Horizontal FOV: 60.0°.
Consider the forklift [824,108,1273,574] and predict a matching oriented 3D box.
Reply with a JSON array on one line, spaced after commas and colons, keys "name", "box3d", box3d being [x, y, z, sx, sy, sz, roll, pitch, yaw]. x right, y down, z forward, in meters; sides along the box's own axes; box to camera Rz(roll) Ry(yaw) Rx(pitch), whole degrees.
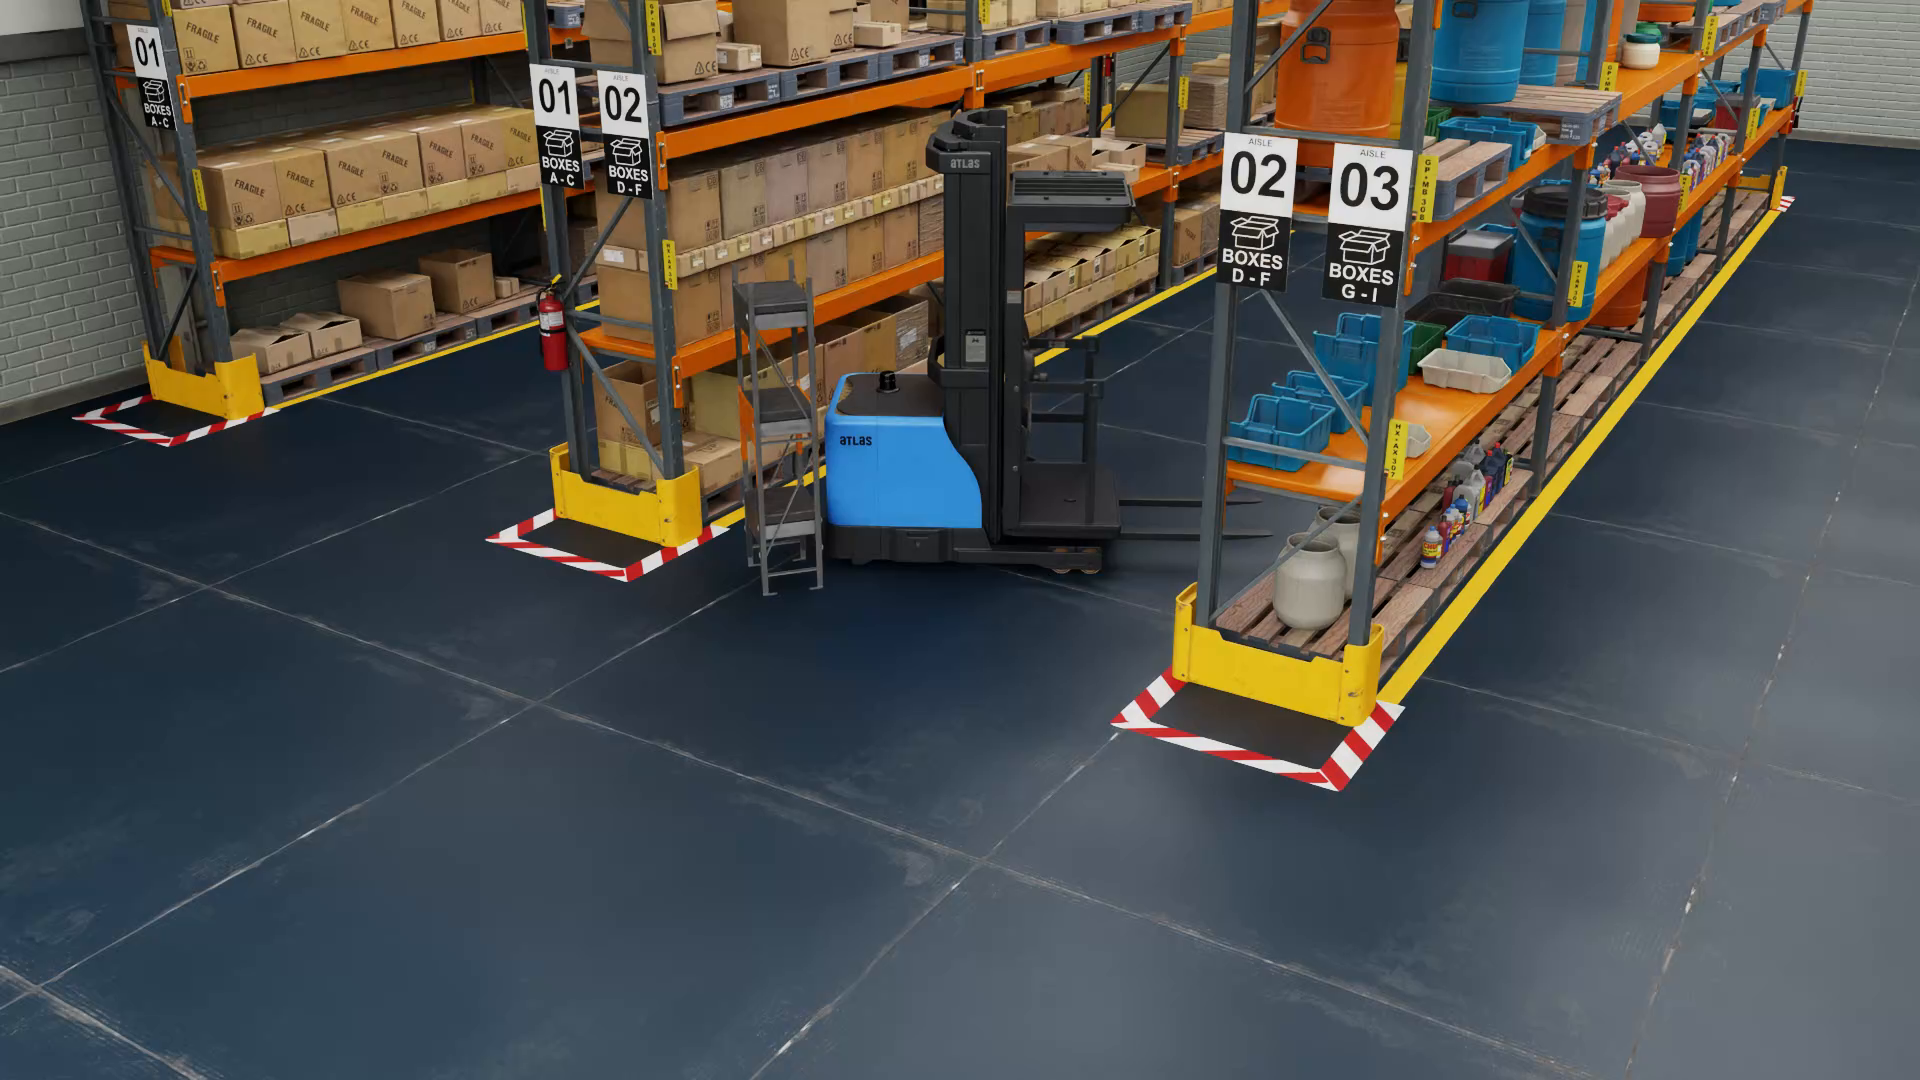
[{"name": "forklift", "box3d": [0.622, -1.333, 11.140, 3.031, 2.935, 1.130, 1, 23, 2]}]

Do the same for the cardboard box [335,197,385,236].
[{"name": "cardboard box", "box3d": [-5.532, -2.927, 14.899, 0.500, 0.250, 0.500, 13, 27, 28]}]

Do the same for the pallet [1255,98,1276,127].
[{"name": "pallet", "box3d": [3.432, -5.218, 20.269, 1.003, 0.211, 1.213, 14, 27, 29]}]

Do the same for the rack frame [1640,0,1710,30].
[{"name": "rack frame", "box3d": [6.042, -5.917, 14.090, 1.000, 3.000, 0.127, 14, 27, 29]}]

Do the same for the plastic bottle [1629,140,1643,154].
[{"name": "plastic bottle", "box3d": [7.096, -4.068, 17.527, 0.152, 0.276, 0.135, 14, 27, 29]}]

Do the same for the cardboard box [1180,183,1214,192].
[{"name": "cardboard box", "box3d": [2.675, -3.975, 19.750, 0.500, 0.500, 0.500, 13, 26, 27]}]

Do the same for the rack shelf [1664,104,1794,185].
[{"name": "rack shelf", "box3d": [9.207, -4.858, 20.103, 1.077, 0.370, 4.000, 14, 27, 29]}]

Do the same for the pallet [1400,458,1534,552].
[{"name": "pallet", "box3d": [3.543, -0.316, 12.214, 1.003, 0.211, 1.213, 14, 27, 29]}]

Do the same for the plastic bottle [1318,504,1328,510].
[{"name": "plastic bottle", "box3d": [2.465, -0.174, 11.241, 0.061, 0.283, 0.133, 15, 27, 30]}]

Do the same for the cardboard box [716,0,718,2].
[{"name": "cardboard box", "box3d": [-3.137, -6.255, 18.492, 0.797, 0.503, 0.637, 18, 29, 36]}]

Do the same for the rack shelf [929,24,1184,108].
[{"name": "rack shelf", "box3d": [0.781, -4.574, 15.670, 1.077, 0.370, 4.000, 14, 27, 29]}]

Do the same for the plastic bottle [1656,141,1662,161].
[{"name": "plastic bottle", "box3d": [7.507, -4.203, 17.932, 0.097, 0.201, 0.097, 0, 23, 0]}]

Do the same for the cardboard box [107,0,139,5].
[{"name": "cardboard box", "box3d": [-6.589, -4.630, 13.485, 0.500, 0.500, 0.500, 15, 28, 31]}]

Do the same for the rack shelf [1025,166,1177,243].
[{"name": "rack shelf", "box3d": [0.781, -3.198, 16.266, 1.077, 0.370, 4.000, 14, 27, 29]}]

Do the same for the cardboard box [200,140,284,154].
[{"name": "cardboard box", "box3d": [-6.252, -3.196, 14.576, 0.500, 0.500, 0.500, 14, 27, 30]}]

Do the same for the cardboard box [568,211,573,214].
[{"name": "cardboard box", "box3d": [-3.880, -3.381, 18.377, 0.700, 0.500, 0.500, 13, 27, 28]}]

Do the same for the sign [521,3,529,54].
[{"name": "sign", "box3d": [-2.838, -3.368, 10.963, 0.100, 0.325, 0.005, 14, 27, 29]}]

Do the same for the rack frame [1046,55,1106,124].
[{"name": "rack frame", "box3d": [1.846, -7.940, 26.315, 1.000, 3.000, 0.127, 14, 27, 29]}]

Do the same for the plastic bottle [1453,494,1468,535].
[{"name": "plastic bottle", "box3d": [3.384, -0.178, 11.265, 0.097, 0.271, 0.097, 0, 23, 0]}]

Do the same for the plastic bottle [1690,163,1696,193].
[{"name": "plastic bottle", "box3d": [7.193, -3.569, 16.365, 0.061, 0.283, 0.133, 14, 27, 29]}]

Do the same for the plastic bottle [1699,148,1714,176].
[{"name": "plastic bottle", "box3d": [7.689, -3.917, 17.179, 0.152, 0.276, 0.135, 14, 27, 29]}]

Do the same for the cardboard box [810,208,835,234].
[{"name": "cardboard box", "box3d": [-1.182, -2.452, 12.697, 0.380, 0.149, 0.250, 14, 27, 29]}]

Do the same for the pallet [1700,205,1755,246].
[{"name": "pallet", "box3d": [9.150, -3.904, 20.502, 1.003, 0.211, 1.213, 14, 27, 29]}]

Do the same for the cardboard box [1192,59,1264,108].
[{"name": "cardboard box", "box3d": [3.197, -5.433, 19.870, 0.700, 0.500, 0.500, 19, 30, 37]}]

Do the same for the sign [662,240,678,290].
[{"name": "sign", "box3d": [-1.916, -1.818, 10.985, 0.100, 0.325, 0.005, 14, 27, 29]}]

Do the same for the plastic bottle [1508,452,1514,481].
[{"name": "plastic bottle", "box3d": [4.006, -0.543, 12.198, 0.097, 0.201, 0.097, 0, 23, 0]}]

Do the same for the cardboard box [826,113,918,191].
[{"name": "cardboard box", "box3d": [-0.768, -3.172, 13.543, 0.700, 0.500, 0.500, 14, 27, 29]}]

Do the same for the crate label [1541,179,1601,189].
[{"name": "crate label", "box3d": [5.288, -2.901, 14.631, 0.502, 0.435, 0.616, 14, 27, 29]}]

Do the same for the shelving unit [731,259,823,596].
[{"name": "shelving unit", "box3d": [-1.175, -0.713, 10.755, 0.431, 2.100, 0.503, -7, 25, -17]}]

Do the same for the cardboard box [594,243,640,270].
[{"name": "cardboard box", "box3d": [-2.344, -2.015, 11.687, 0.380, 0.149, 0.250, 13, 27, 28]}]

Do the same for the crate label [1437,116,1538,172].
[{"name": "crate label", "box3d": [3.090, -2.334, 9.778, 0.502, 0.251, 0.408, 14, 27, 29]}]

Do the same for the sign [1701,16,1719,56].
[{"name": "sign", "box3d": [6.513, -4.379, 14.446, 0.100, 0.325, 0.005, 14, 27, 29]}]

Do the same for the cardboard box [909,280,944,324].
[{"name": "cardboard box", "box3d": [-0.304, -2.238, 15.370, 0.500, 0.311, 0.500, 14, 27, 29]}]

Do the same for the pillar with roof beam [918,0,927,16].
[{"name": "pillar with roof beam", "box3d": [3.027, -8.858, 20.885, 9.100, 9.000, 0.400, 14, 27, 29]}]

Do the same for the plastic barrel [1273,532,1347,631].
[{"name": "plastic barrel", "box3d": [2.105, 0.247, 10.006, 0.421, 0.512, 0.421, 0, 23, 0]}]

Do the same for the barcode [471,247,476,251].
[{"name": "barcode", "box3d": [-4.973, -2.959, 17.000, 0.001, 0.075, 0.075, 14, 27, 29]}]

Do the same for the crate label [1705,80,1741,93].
[{"name": "crate label", "box3d": [9.852, -5.800, 21.507, 0.416, 0.233, 0.303, 14, 27, 29]}]

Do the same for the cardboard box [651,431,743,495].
[{"name": "cardboard box", "box3d": [-1.912, -0.568, 12.219, 0.500, 0.250, 0.500, 14, 27, 29]}]

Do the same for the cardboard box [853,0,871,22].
[{"name": "cardboard box", "box3d": [-1.048, -4.148, 13.189, 0.500, 0.311, 0.500, 12, 26, 26]}]

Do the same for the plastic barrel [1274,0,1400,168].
[{"name": "plastic barrel", "box3d": [1.971, -2.420, 8.721, 0.600, 0.830, 0.708, 14, 27, 29]}]

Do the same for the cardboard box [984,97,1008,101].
[{"name": "cardboard box", "box3d": [0.521, -6.509, 24.811, 0.380, 0.149, 0.250, 14, 27, 29]}]

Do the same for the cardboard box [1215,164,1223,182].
[{"name": "cardboard box", "box3d": [2.956, -4.502, 20.023, 0.500, 0.250, 0.500, 14, 27, 29]}]

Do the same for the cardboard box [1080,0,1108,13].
[{"name": "cardboard box", "box3d": [1.072, -5.167, 15.794, 0.500, 0.250, 0.500, 13, 27, 28]}]

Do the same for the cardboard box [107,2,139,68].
[{"name": "cardboard box", "box3d": [-6.589, -4.165, 13.669, 0.500, 0.500, 0.500, 16, 28, 33]}]

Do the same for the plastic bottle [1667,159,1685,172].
[{"name": "plastic bottle", "box3d": [7.164, -3.727, 16.645, 0.144, 0.351, 0.185, 14, 27, 29]}]

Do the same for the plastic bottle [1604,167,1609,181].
[{"name": "plastic bottle", "box3d": [6.399, -3.608, 16.560, 0.097, 0.201, 0.097, 0, 23, 0]}]

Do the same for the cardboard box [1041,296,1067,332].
[{"name": "cardboard box", "box3d": [0.691, -2.216, 16.025, 0.500, 0.250, 0.500, 13, 27, 27]}]

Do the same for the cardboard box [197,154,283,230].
[{"name": "cardboard box", "box3d": [-6.087, -2.922, 13.944, 0.500, 0.500, 0.500, 14, 27, 29]}]

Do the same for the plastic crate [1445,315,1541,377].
[{"name": "plastic crate", "box3d": [3.579, -1.315, 11.199, 0.499, 0.251, 0.616, 14, 27, 29]}]

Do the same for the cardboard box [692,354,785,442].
[{"name": "cardboard box", "box3d": [-1.650, -1.081, 12.461, 0.500, 0.500, 0.500, 14, 27, 29]}]

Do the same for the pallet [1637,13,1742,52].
[{"name": "pallet", "box3d": [6.529, -4.691, 15.273, 1.003, 0.211, 1.213, 14, 27, 29]}]

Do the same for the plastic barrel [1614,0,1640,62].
[{"name": "plastic barrel", "box3d": [5.425, -4.538, 14.051, 0.600, 0.901, 0.600, 0, 23, 0]}]

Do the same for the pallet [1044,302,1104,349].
[{"name": "pallet", "box3d": [0.724, -2.243, 16.666, 1.003, 0.211, 1.213, 14, 27, 29]}]

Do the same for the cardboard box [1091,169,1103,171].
[{"name": "cardboard box", "box3d": [1.211, -3.645, 16.711, 0.380, 0.149, 0.250, 16, 28, 33]}]

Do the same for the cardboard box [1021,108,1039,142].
[{"name": "cardboard box", "box3d": [0.758, -6.208, 24.932, 0.700, 0.500, 0.500, 15, 27, 30]}]
